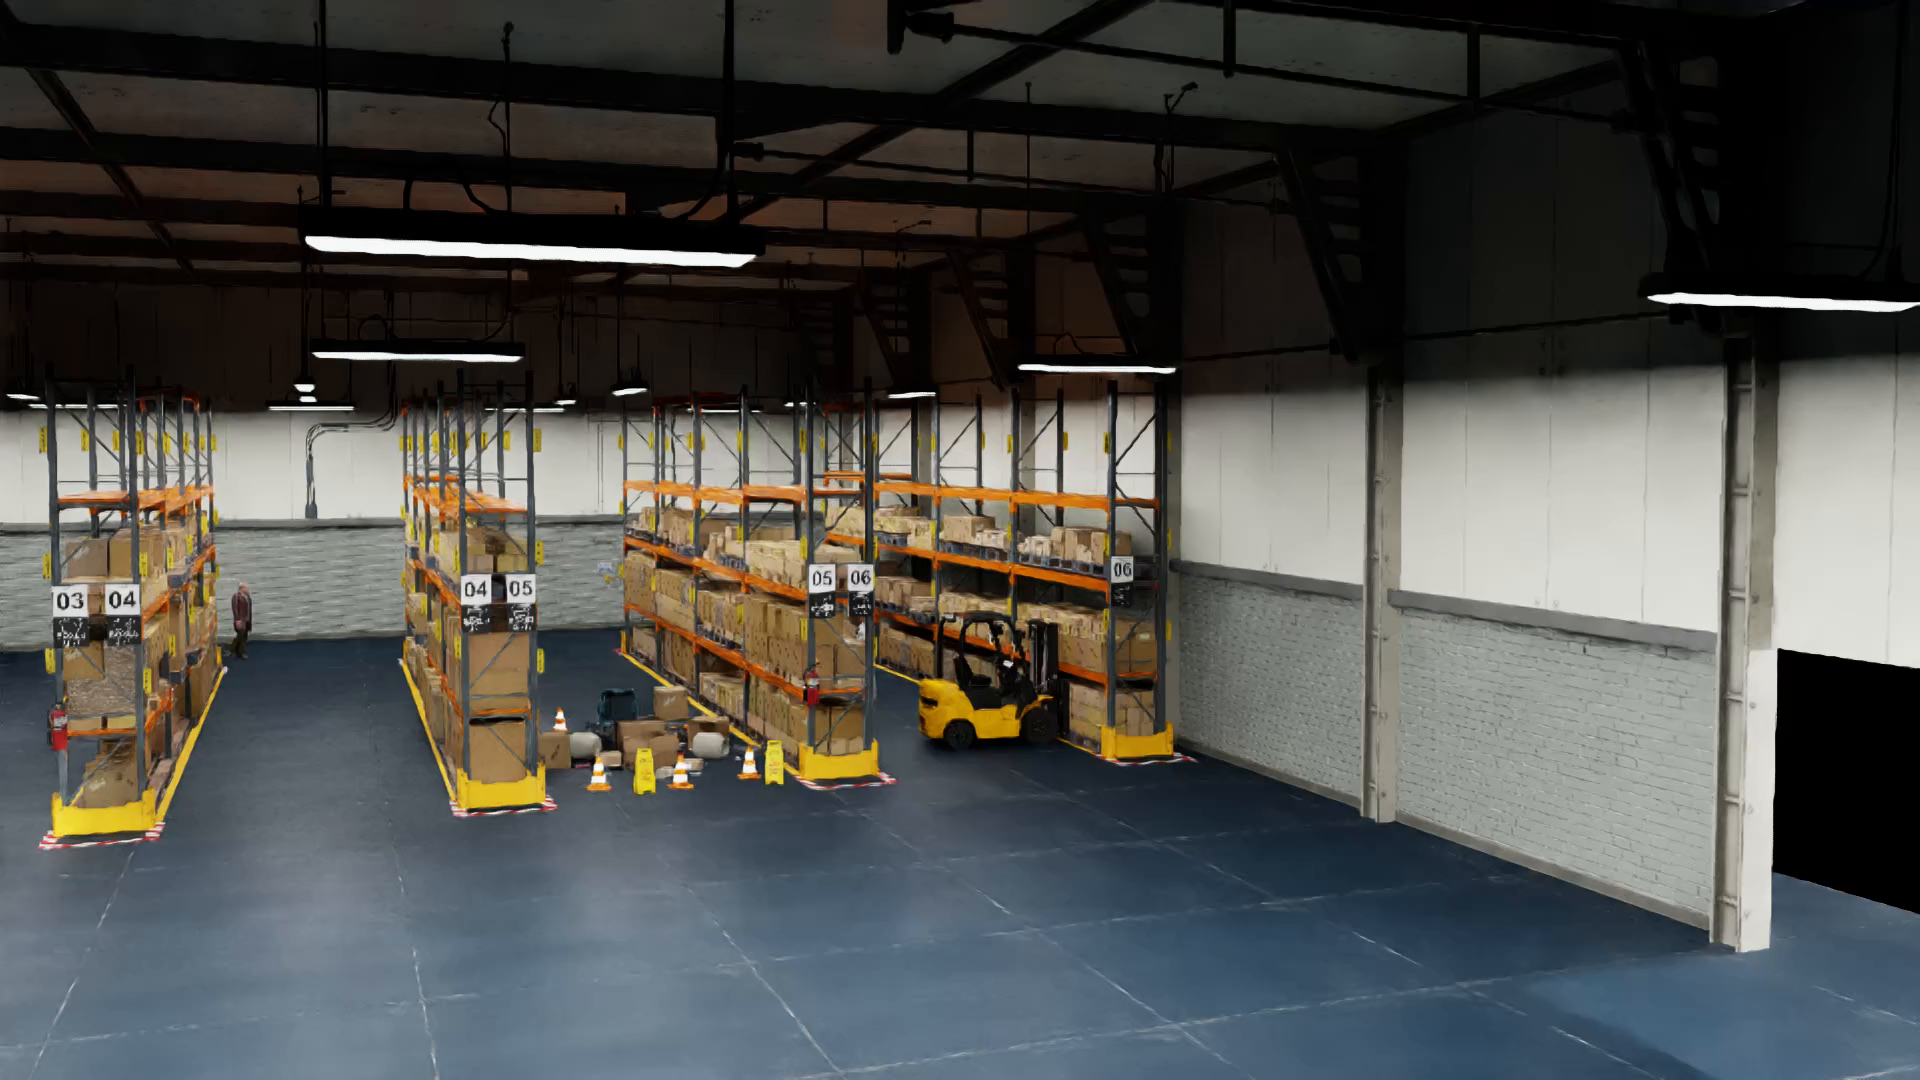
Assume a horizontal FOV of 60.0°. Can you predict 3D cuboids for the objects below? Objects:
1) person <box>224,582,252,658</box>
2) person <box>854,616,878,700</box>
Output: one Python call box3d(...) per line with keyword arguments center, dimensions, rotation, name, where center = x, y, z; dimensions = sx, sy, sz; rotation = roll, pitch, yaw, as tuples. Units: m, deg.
box3d(center=(-16.687, 1.852, 38.499), dimensions=(0.532, 1.765, 0.759), rotation=(1, 3, 13), name="person")
box3d(center=(-1.871, 2.221, 32.382), dimensions=(0.586, 1.748, 0.653), rotation=(0, 3, 7), name="person")
